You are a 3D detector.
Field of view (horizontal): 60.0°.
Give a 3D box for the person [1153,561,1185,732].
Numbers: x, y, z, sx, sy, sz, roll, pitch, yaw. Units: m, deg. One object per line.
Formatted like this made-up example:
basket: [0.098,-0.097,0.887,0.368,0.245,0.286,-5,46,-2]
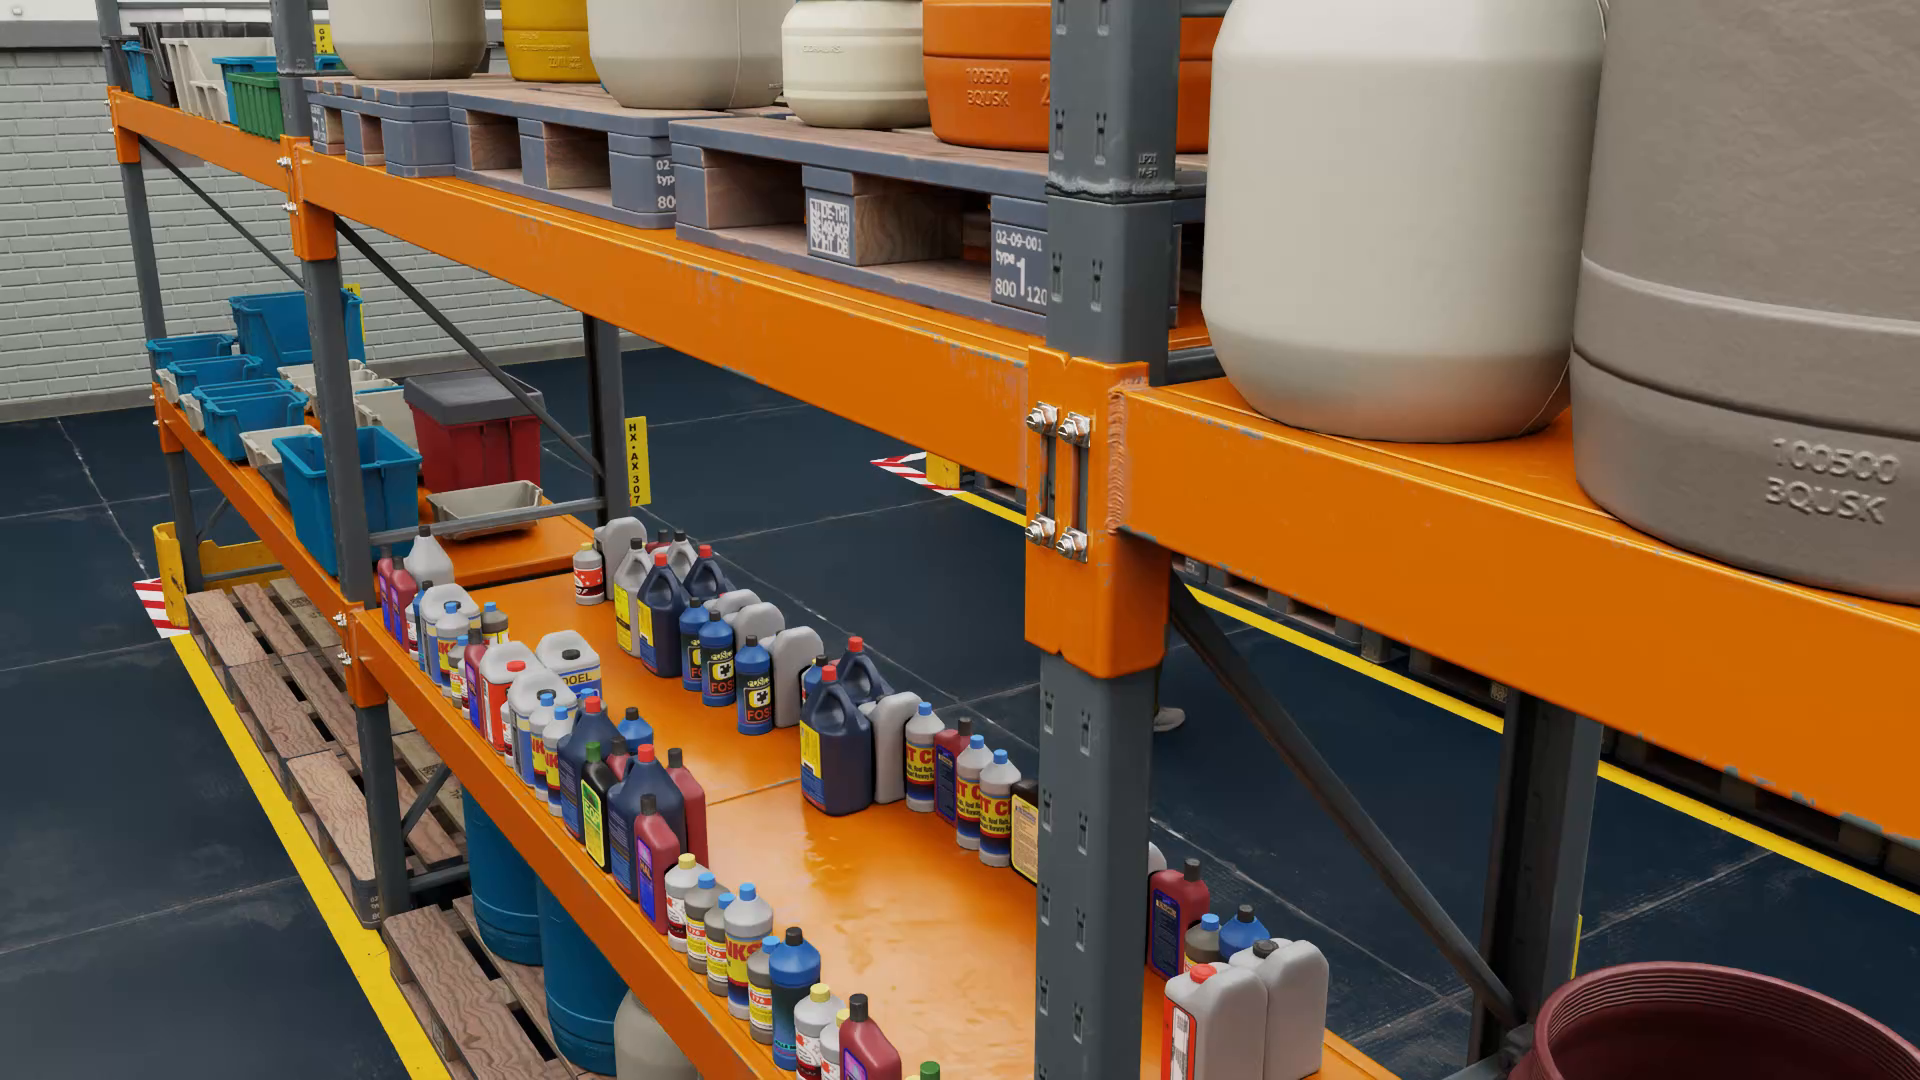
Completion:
person: [0.822,0.005,7.570,0.563,1.769,0.527,-11,21,-31]
